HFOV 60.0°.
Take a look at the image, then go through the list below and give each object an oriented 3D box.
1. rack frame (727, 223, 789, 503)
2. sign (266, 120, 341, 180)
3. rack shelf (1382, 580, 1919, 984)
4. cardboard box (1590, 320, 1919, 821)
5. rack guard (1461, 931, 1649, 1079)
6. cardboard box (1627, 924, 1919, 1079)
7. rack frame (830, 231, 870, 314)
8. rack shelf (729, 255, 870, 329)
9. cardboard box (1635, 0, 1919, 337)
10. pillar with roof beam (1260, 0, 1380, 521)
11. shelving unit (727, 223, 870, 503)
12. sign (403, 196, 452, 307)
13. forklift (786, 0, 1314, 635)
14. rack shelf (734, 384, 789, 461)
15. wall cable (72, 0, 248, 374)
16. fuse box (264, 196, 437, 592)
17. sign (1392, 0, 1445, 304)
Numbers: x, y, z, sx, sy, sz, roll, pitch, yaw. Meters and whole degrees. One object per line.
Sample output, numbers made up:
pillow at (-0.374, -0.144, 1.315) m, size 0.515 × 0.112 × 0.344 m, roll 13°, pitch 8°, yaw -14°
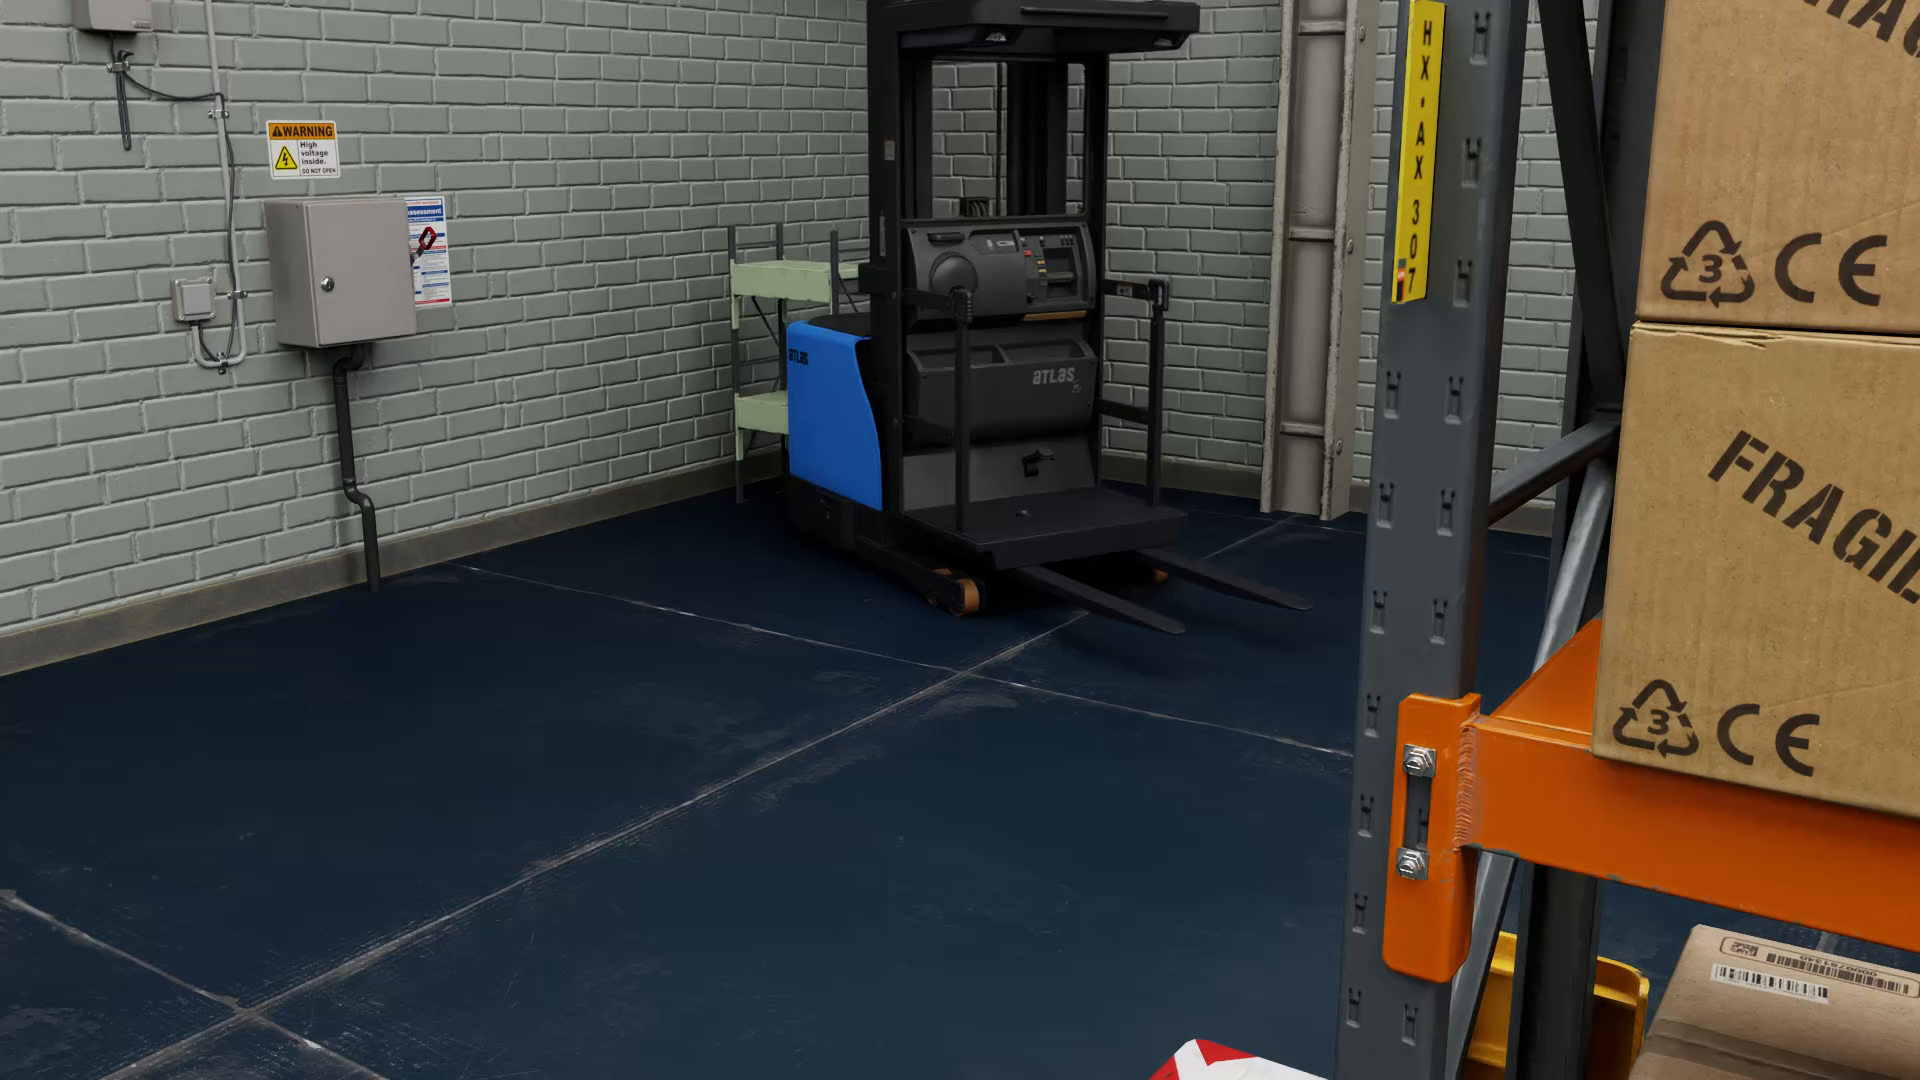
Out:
rack frame at (-1.099, -0.970, 9.119) m, size 0.023 × 1.500 × 0.400 m, roll 11°, pitch 17°, yaw 37°
sign at (-2.775, -1.651, 7.032) m, size 0.001 × 0.242 × 0.339 m, roll 9°, pitch 17°, yaw 33°
rack shelf at (2.486, 0.535, 1.418) m, size 4.000 × 0.370 × 1.077 m, roll 9°, pitch 17°, yaw 33°
cardboard box at (1.065, -0.010, 1.911) m, size 0.500 × 0.500 × 0.500 m, roll 9°, pitch 17°, yaw 32°
rack guard at (0.807, 1.127, 2.728) m, size 0.348 × 0.500 × 1.175 m, roll 9°, pitch 17°, yaw 33°
cardboard box at (1.430, 1.026, 2.395) m, size 0.875 × 0.438 × 0.875 m, roll 9°, pitch 16°, yaw 31°
rack frame at (-0.522, -0.861, 8.682) m, size 0.023 × 1.500 × 0.400 m, roll 11°, pitch 17°, yaw 37°
rack shelf at (-0.811, -1.294, 8.807) m, size 0.720 × 0.370 × 0.431 m, roll 11°, pitch 17°, yaw 37°
cardboard box at (1.066, -0.495, 1.793) m, size 0.500 × 0.500 × 0.500 m, roll 9°, pitch 16°, yaw 32°
pillar with roof beam at (-0.543, -3.668, 4.413) m, size 0.400 × 9.000 × 9.100 m, roll 9°, pitch 17°, yaw 33°
shelving unit at (-0.811, -0.916, 8.900) m, size 0.755 × 1.500 × 0.431 m, roll 11°, pitch 17°, yaw 37°
sign at (-2.468, -1.314, 7.585) m, size 0.001 × 0.494 × 0.329 m, roll 9°, pitch 17°, yaw 33°
forklift at (0.302, -1.222, 7.160) m, size 1.130 × 2.935 × 3.031 m, roll -8°, pitch 16°, yaw -29°
rack shelf at (-0.811, -0.599, 8.979) m, size 0.720 × 0.370 × 0.431 m, roll 11°, pitch 17°, yaw 37°
wall cable at (-3.083, -1.612, 6.477) m, size 0.122 × 1.984 × 0.588 m, roll 9°, pitch 17°, yaw 33°
fuse box at (-2.572, -0.608, 7.219) m, size 0.414 × 1.711 × 0.539 m, roll 9°, pitch 17°, yaw 33°
sign at (0.512, -0.431, 1.857) m, size 0.005 × 0.325 × 0.100 m, roll 9°, pitch 17°, yaw 33°
